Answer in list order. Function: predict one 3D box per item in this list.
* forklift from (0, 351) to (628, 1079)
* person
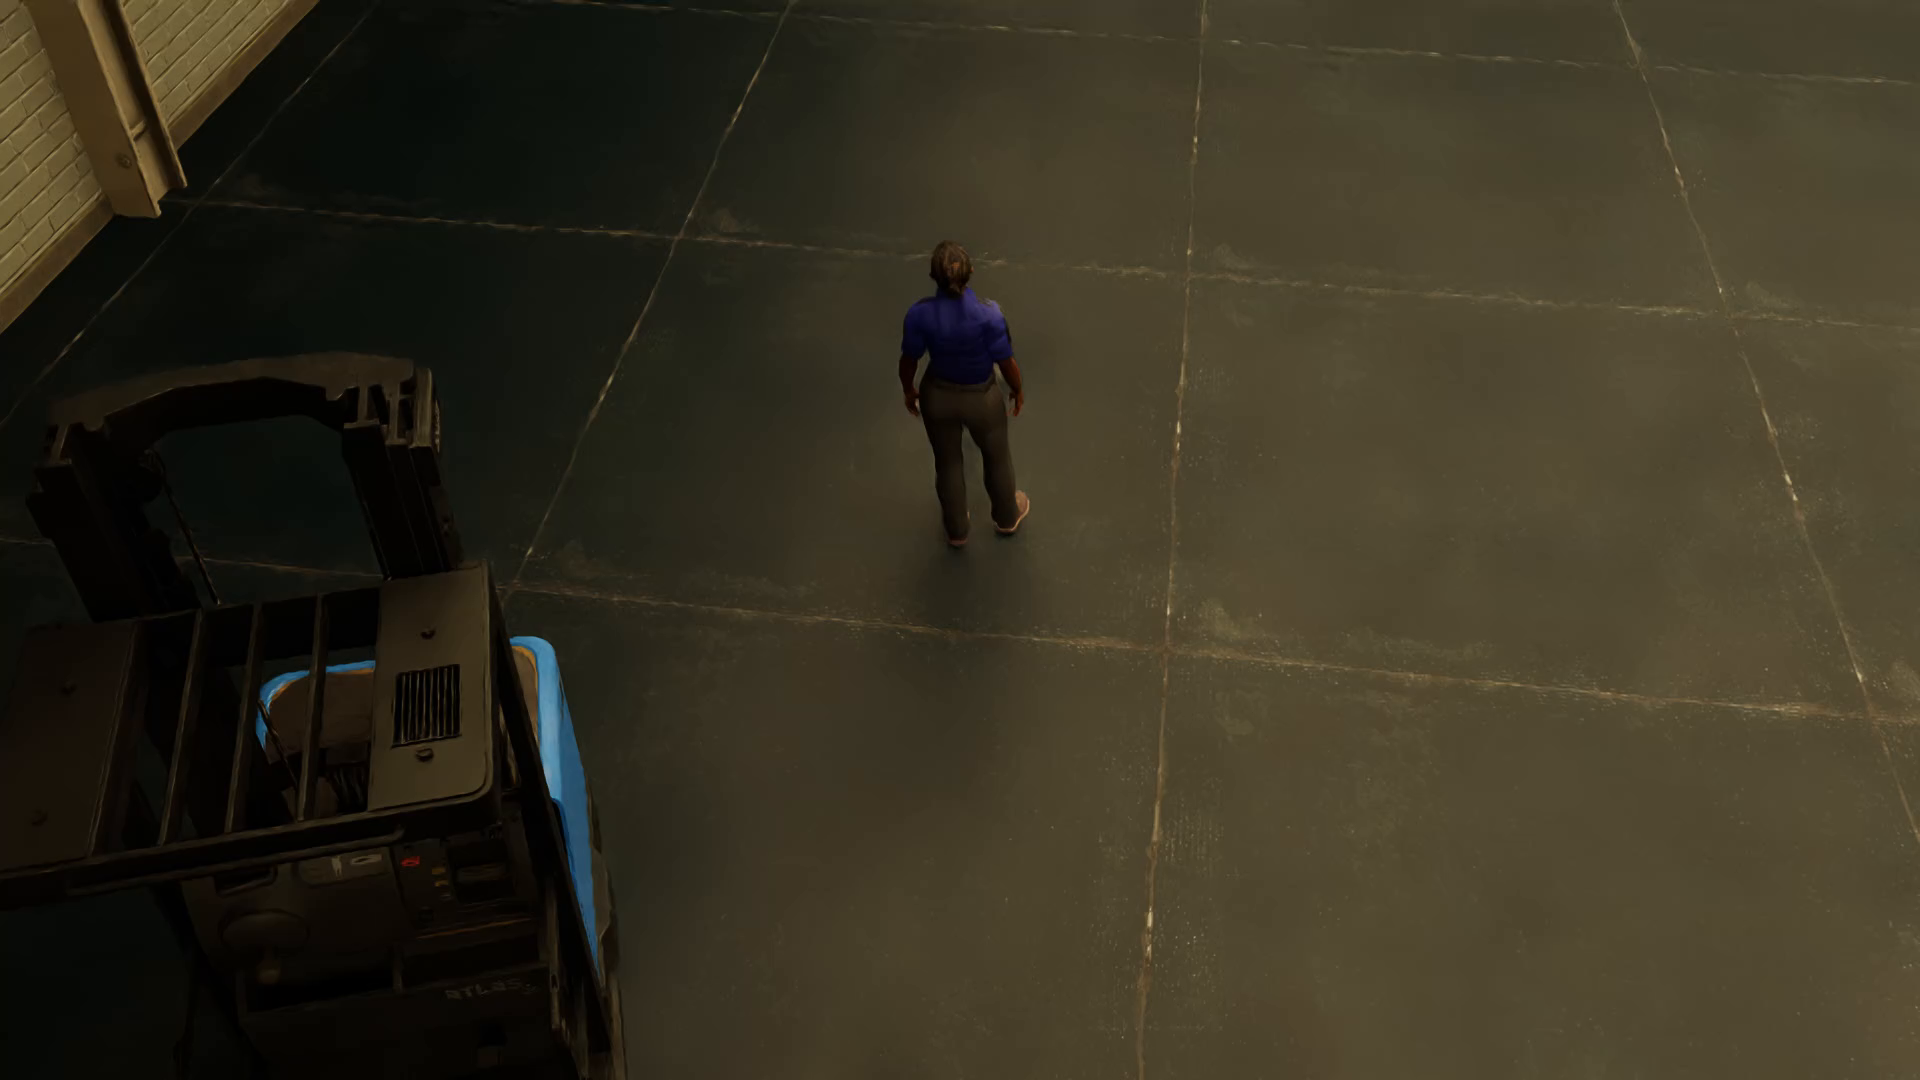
[{"bbox_3d":[-1.641,1.085,4.543,1.130,2.935,3.031,-8,43,-9],"label":"forklift"},{"bbox_3d":[0.031,-0.672,7.388,0.570,1.654,0.503,5,43,6],"label":"person"}]
